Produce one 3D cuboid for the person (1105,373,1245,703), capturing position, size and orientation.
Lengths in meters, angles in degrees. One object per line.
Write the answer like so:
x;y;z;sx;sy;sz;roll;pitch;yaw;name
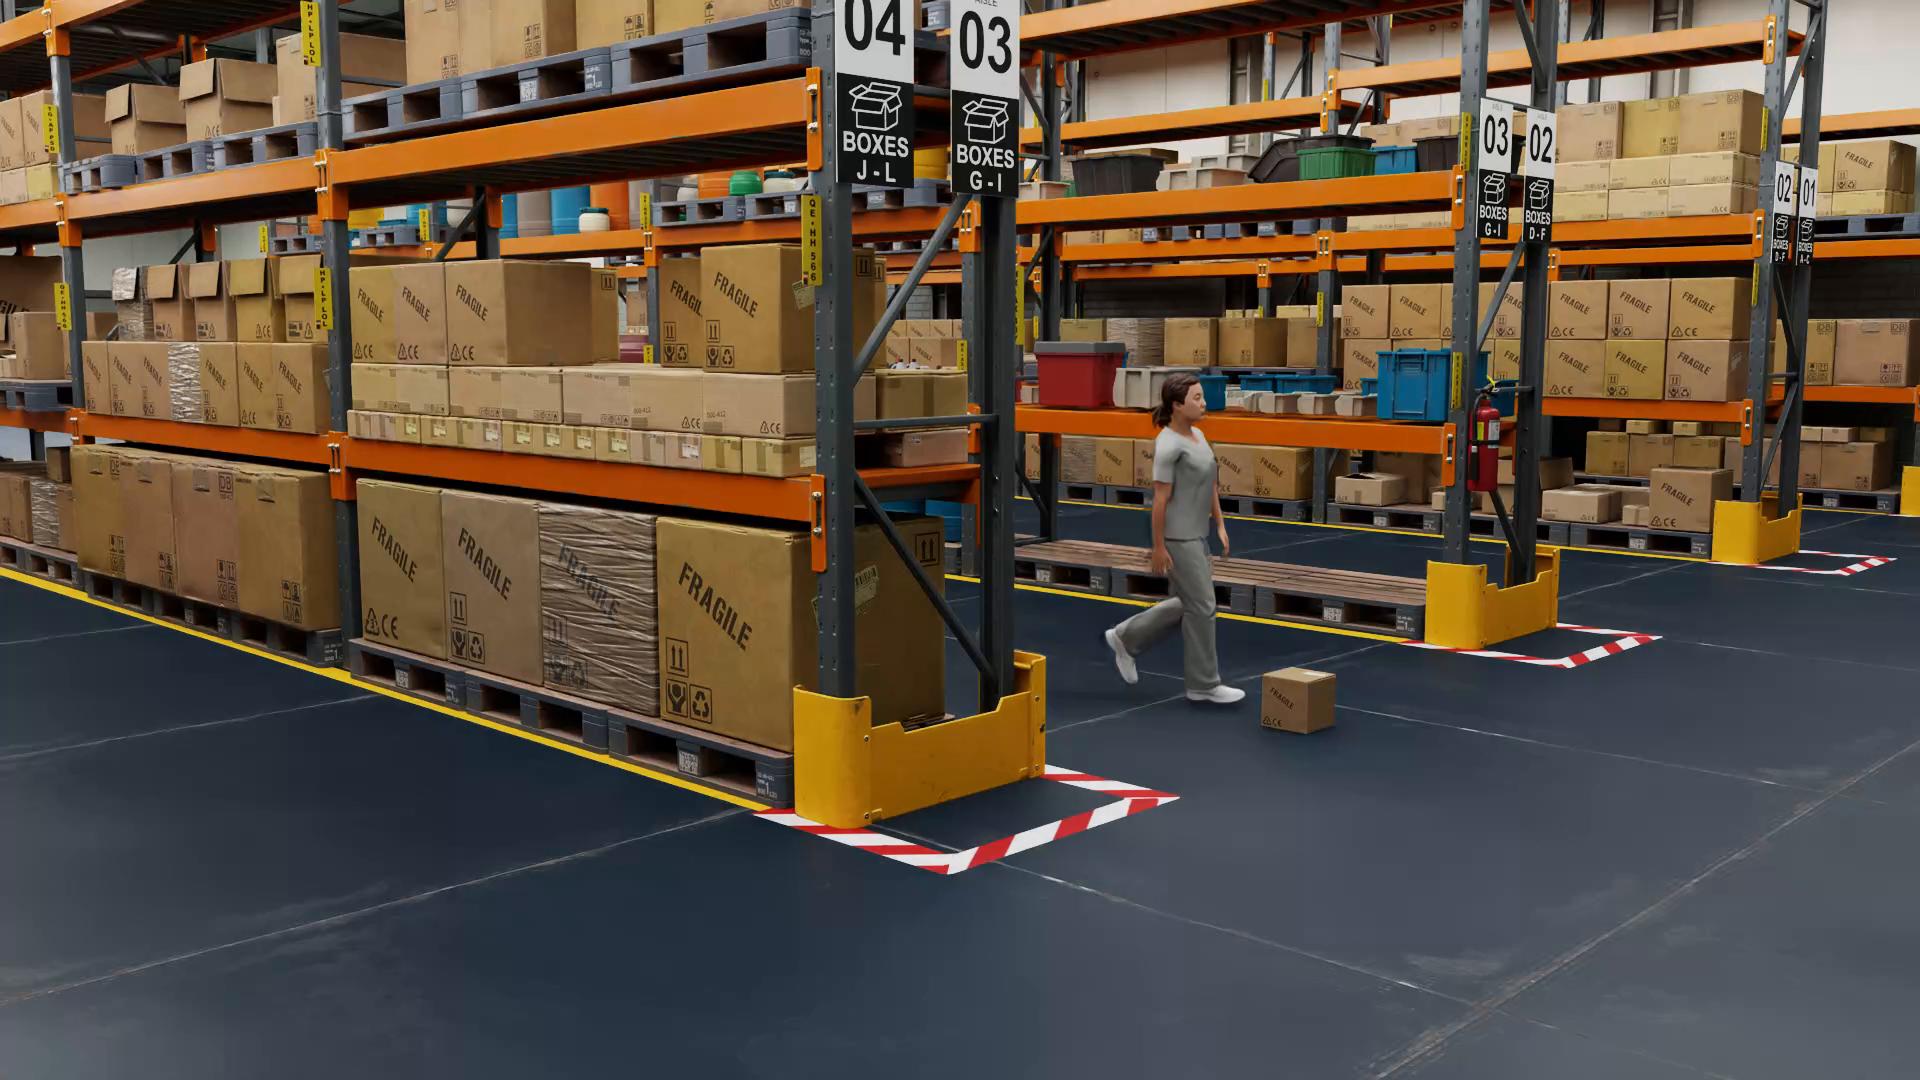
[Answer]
1.047;-0.006;8.253;0.737;1.644;0.455;3;8;24;person
